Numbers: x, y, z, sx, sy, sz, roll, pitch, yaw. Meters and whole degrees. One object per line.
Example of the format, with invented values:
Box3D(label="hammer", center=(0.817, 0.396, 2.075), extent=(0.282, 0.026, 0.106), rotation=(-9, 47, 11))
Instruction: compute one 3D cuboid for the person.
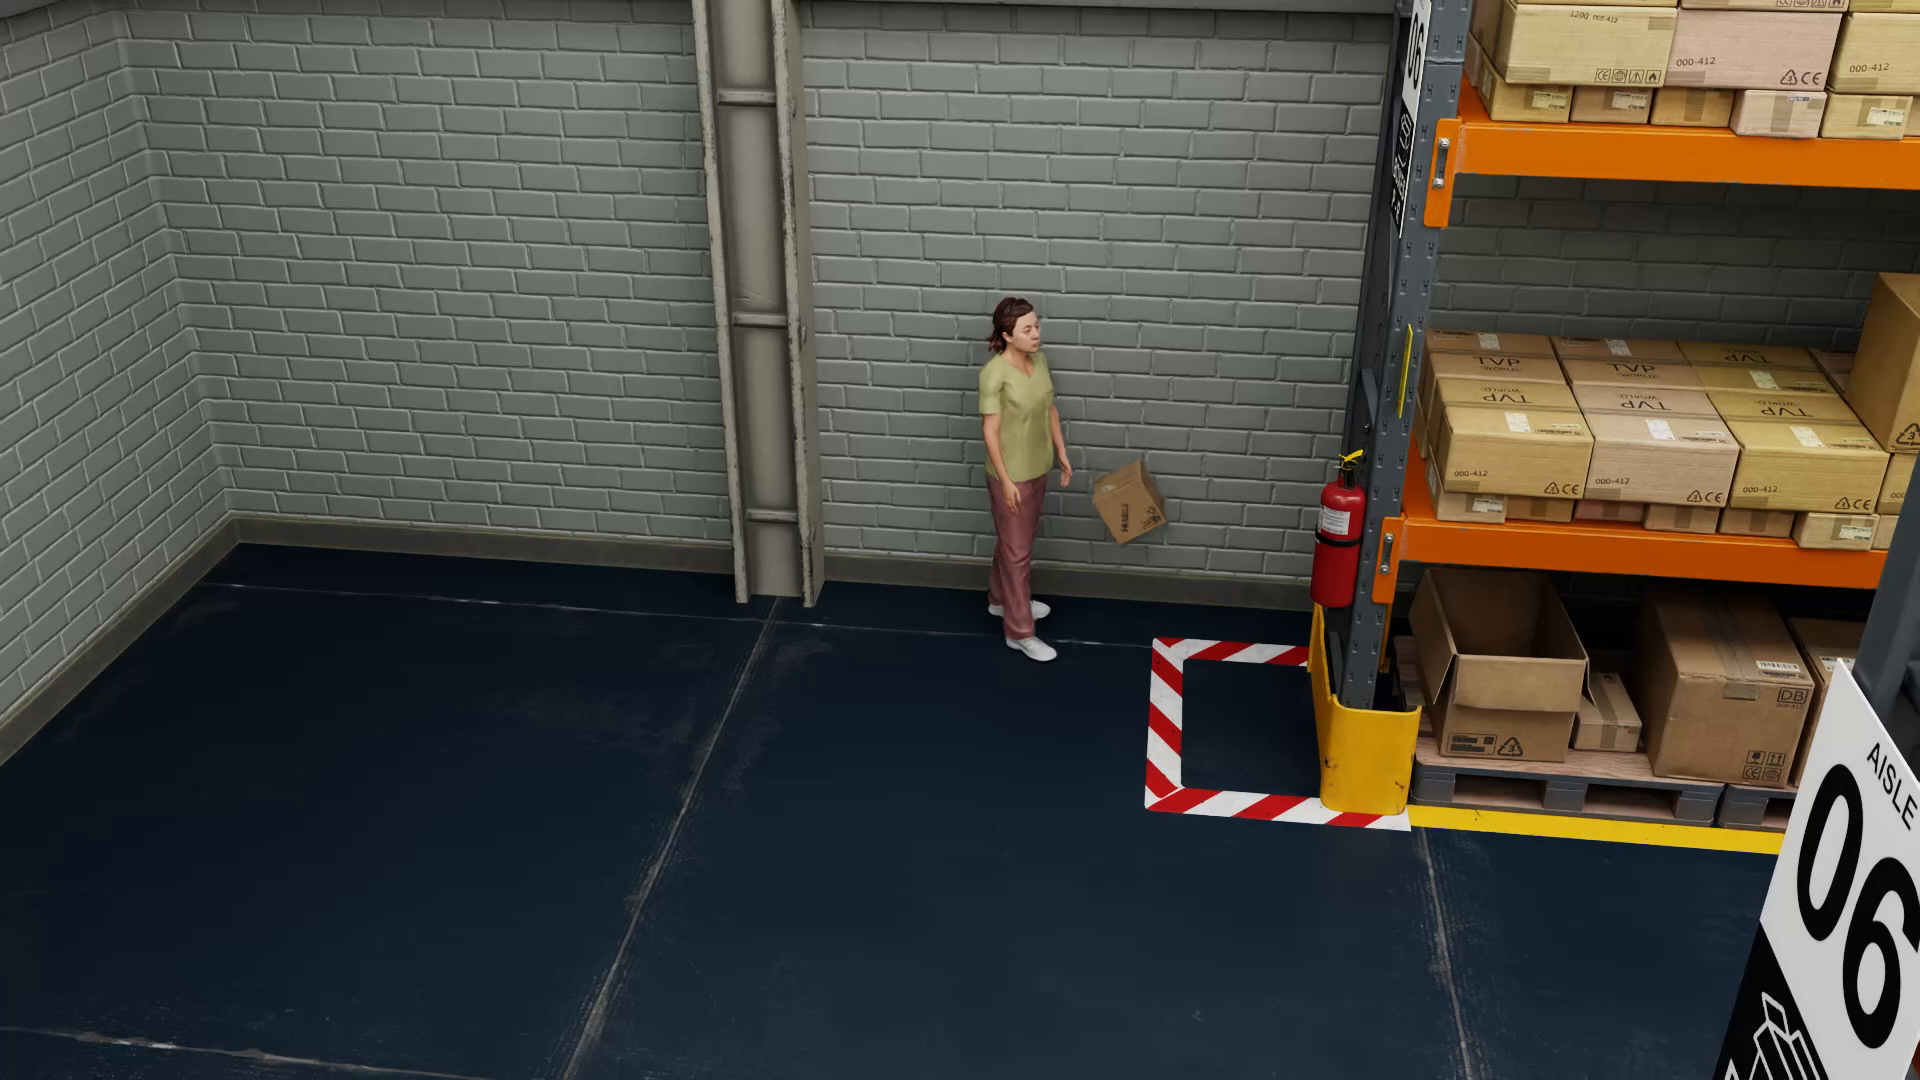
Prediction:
Box3D(label="person", center=(0.311, -0.282, 7.634), extent=(0.597, 1.665, 0.542), rotation=(24, 37, 37))
